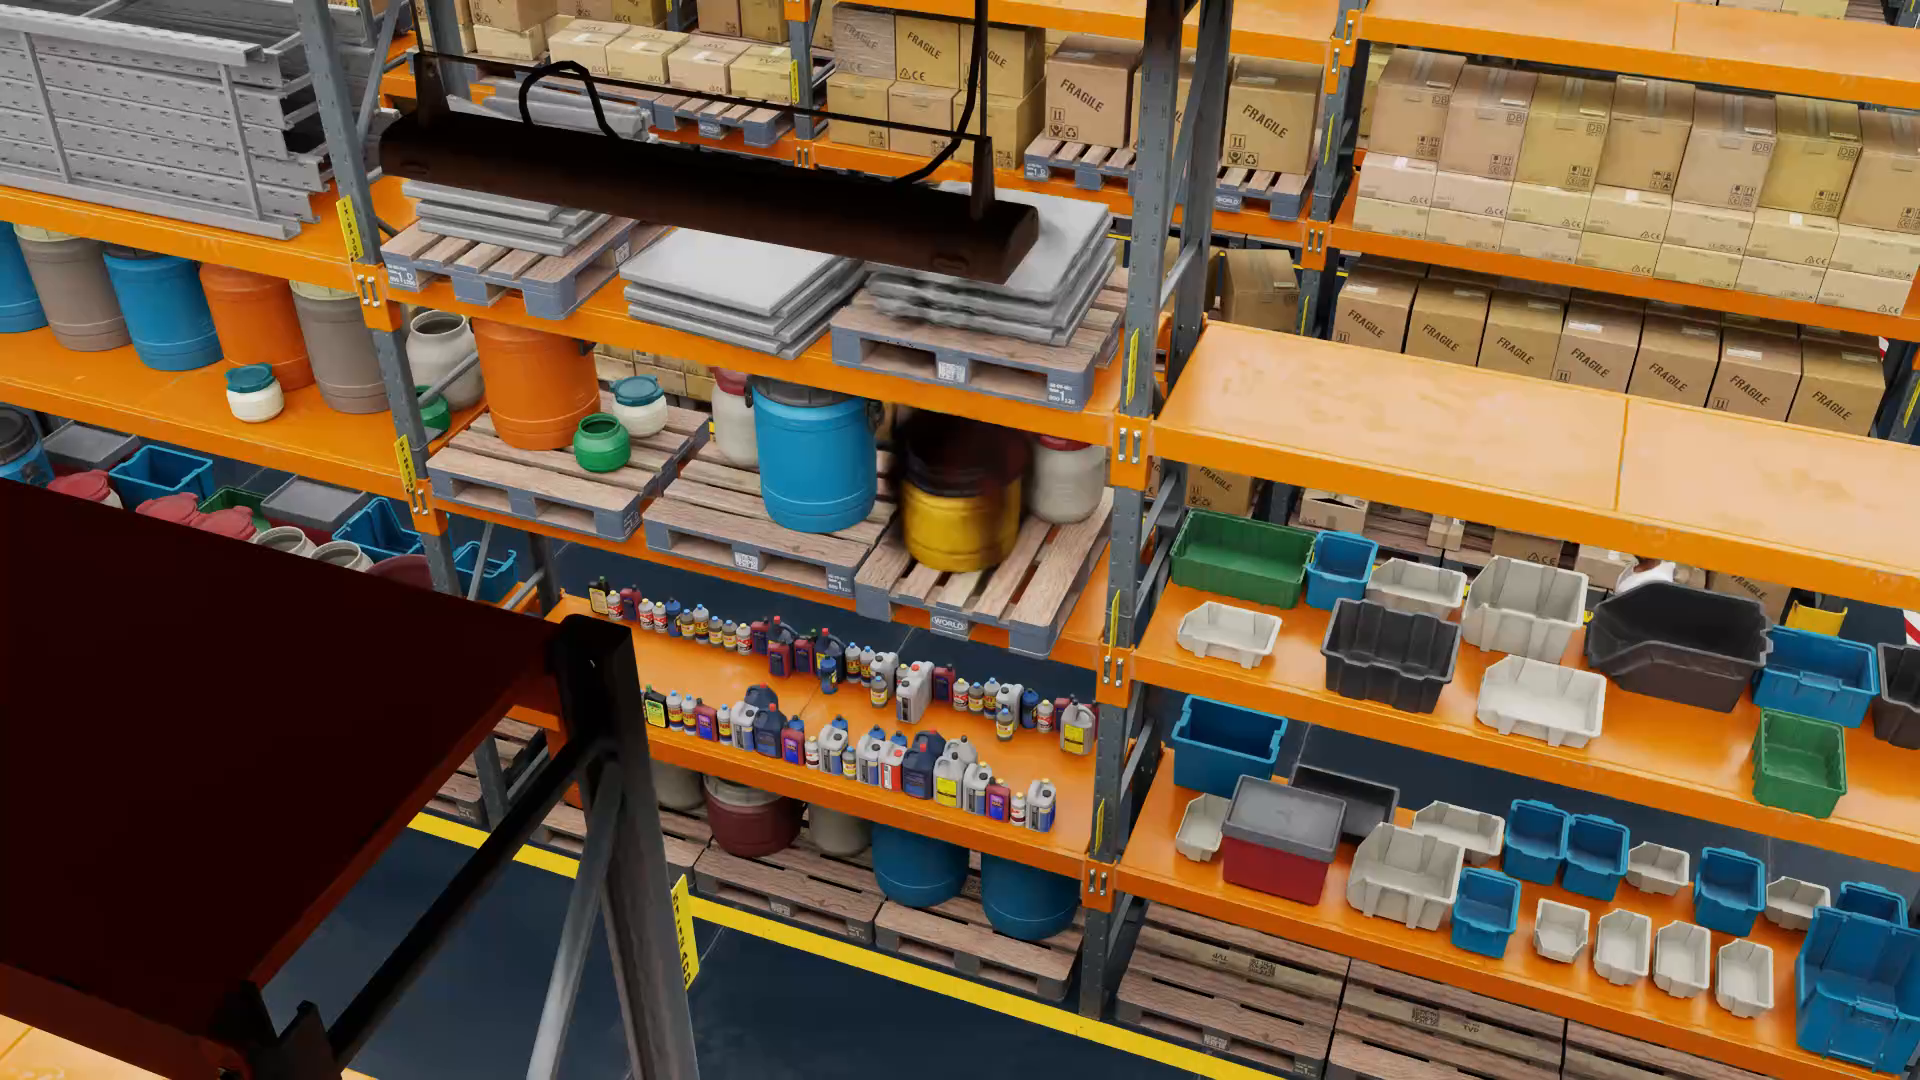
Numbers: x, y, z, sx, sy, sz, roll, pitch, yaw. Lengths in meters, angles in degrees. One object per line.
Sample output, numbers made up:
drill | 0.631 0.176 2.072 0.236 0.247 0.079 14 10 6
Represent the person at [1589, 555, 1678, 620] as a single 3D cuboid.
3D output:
person | 4.510 0.657 11.037 0.856 1.776 0.689 9 37 12
